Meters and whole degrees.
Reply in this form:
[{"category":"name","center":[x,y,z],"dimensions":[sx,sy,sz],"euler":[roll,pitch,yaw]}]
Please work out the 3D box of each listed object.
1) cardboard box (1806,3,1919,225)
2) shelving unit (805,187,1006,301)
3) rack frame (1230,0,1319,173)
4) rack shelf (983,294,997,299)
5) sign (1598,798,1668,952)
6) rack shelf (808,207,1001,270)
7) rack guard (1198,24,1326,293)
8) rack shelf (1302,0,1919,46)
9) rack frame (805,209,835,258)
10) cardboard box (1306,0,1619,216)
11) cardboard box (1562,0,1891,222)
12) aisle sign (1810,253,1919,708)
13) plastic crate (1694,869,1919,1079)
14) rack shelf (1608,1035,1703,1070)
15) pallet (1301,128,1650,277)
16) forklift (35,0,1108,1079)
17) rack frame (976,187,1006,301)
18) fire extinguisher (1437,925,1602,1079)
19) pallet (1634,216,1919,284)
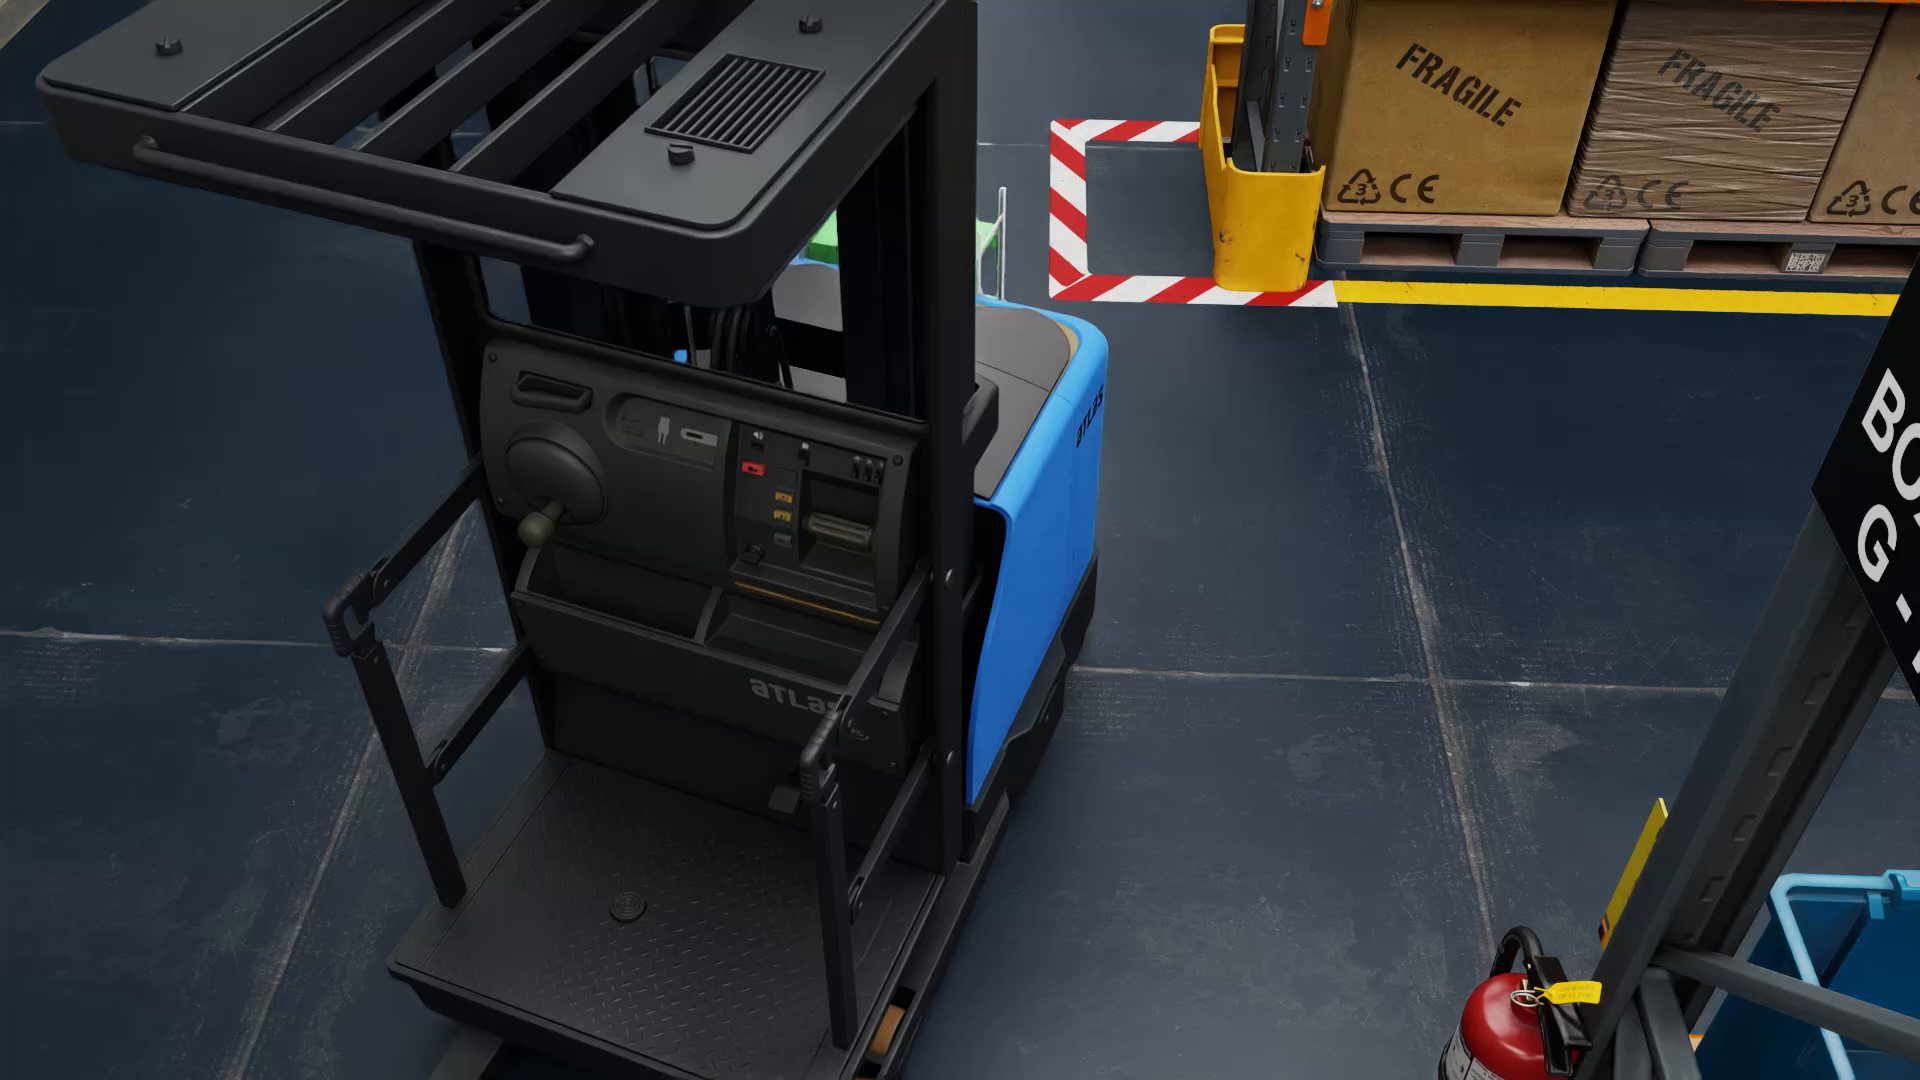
[{"category":"cardboard box","center":[3.625,-1.784,6.215],"dimensions":[0.875,0.875,0.875],"euler":[2,43,2]},{"category":"shelving unit","center":[-0.150,-0.494,4.900],"dimensions":[0.503,1.200,0.258],"euler":[13,45,14]},{"category":"rack frame","center":[1.184,-2.428,5.656],"dimensions":[0.127,3.000,1.000],"euler":[2,43,2]},{"category":"rack shelf","center":[-0.150,-0.623,4.780],"dimensions":[0.480,0.148,0.258],"euler":[13,45,14]},{"category":"sign","center":[0.970,0.509,2.383],"dimensions":[0.005,0.325,0.100],"euler":[2,43,2]},{"category":"rack shelf","center":[-0.150,-0.799,4.617],"dimensions":[0.480,0.148,0.258],"euler":[13,45,14]},{"category":"rack guard","center":[1.160,-1.515,6.509],"dimensions":[0.348,0.500,1.175],"euler":[2,43,2]},{"category":"rack shelf","center":[3.182,-2.104,5.836],"dimensions":[4.000,0.370,1.077],"euler":[2,43,2]},{"category":"rack frame","center":[-0.381,-0.548,4.958],"dimensions":[0.015,1.200,0.240],"euler":[13,45,14]},{"category":"cardboard box","center":[1.827,-1.840,6.275],"dimensions":[0.875,0.875,0.875],"euler":[2,43,2]},{"category":"cardboard box","center":[2.736,-1.812,6.245],"dimensions":[0.875,0.875,0.875],"euler":[2,43,2]},{"category":"aisle sign","center":[0.902,-0.209,1.366],"dimensions":[0.004,0.787,0.394],"euler":[2,43,2]},{"category":"plastic crate","center":[1.304,0.792,2.129],"dimensions":[0.499,0.435,0.616],"euler":[2,43,2]},{"category":"rack shelf","center":[2.959,1.269,2.215],"dimensions":[4.000,0.370,1.077],"euler":[2,43,2]},{"category":"pallet","center":[1.987,-1.437,6.638],"dimensions":[1.213,0.211,1.003],"euler":[2,43,2]},{"category":"forklift","center":[-0.610,-0.030,3.132],"dimensions":[1.130,2.935,3.031],"euler":[15,45,15]},{"category":"rack frame","center":[0.081,-0.441,4.843],"dimensions":[0.015,1.200,0.240],"euler":[13,45,14]},{"category":"fire extinguisher","center":[0.831,0.795,2.526],"dimensions":[0.183,0.674,0.296],"euler":[2,43,2]},{"category":"pallet","center":[3.202,-1.398,6.595],"dimensions":[1.213,0.211,1.003],"euler":[2,43,2]}]
